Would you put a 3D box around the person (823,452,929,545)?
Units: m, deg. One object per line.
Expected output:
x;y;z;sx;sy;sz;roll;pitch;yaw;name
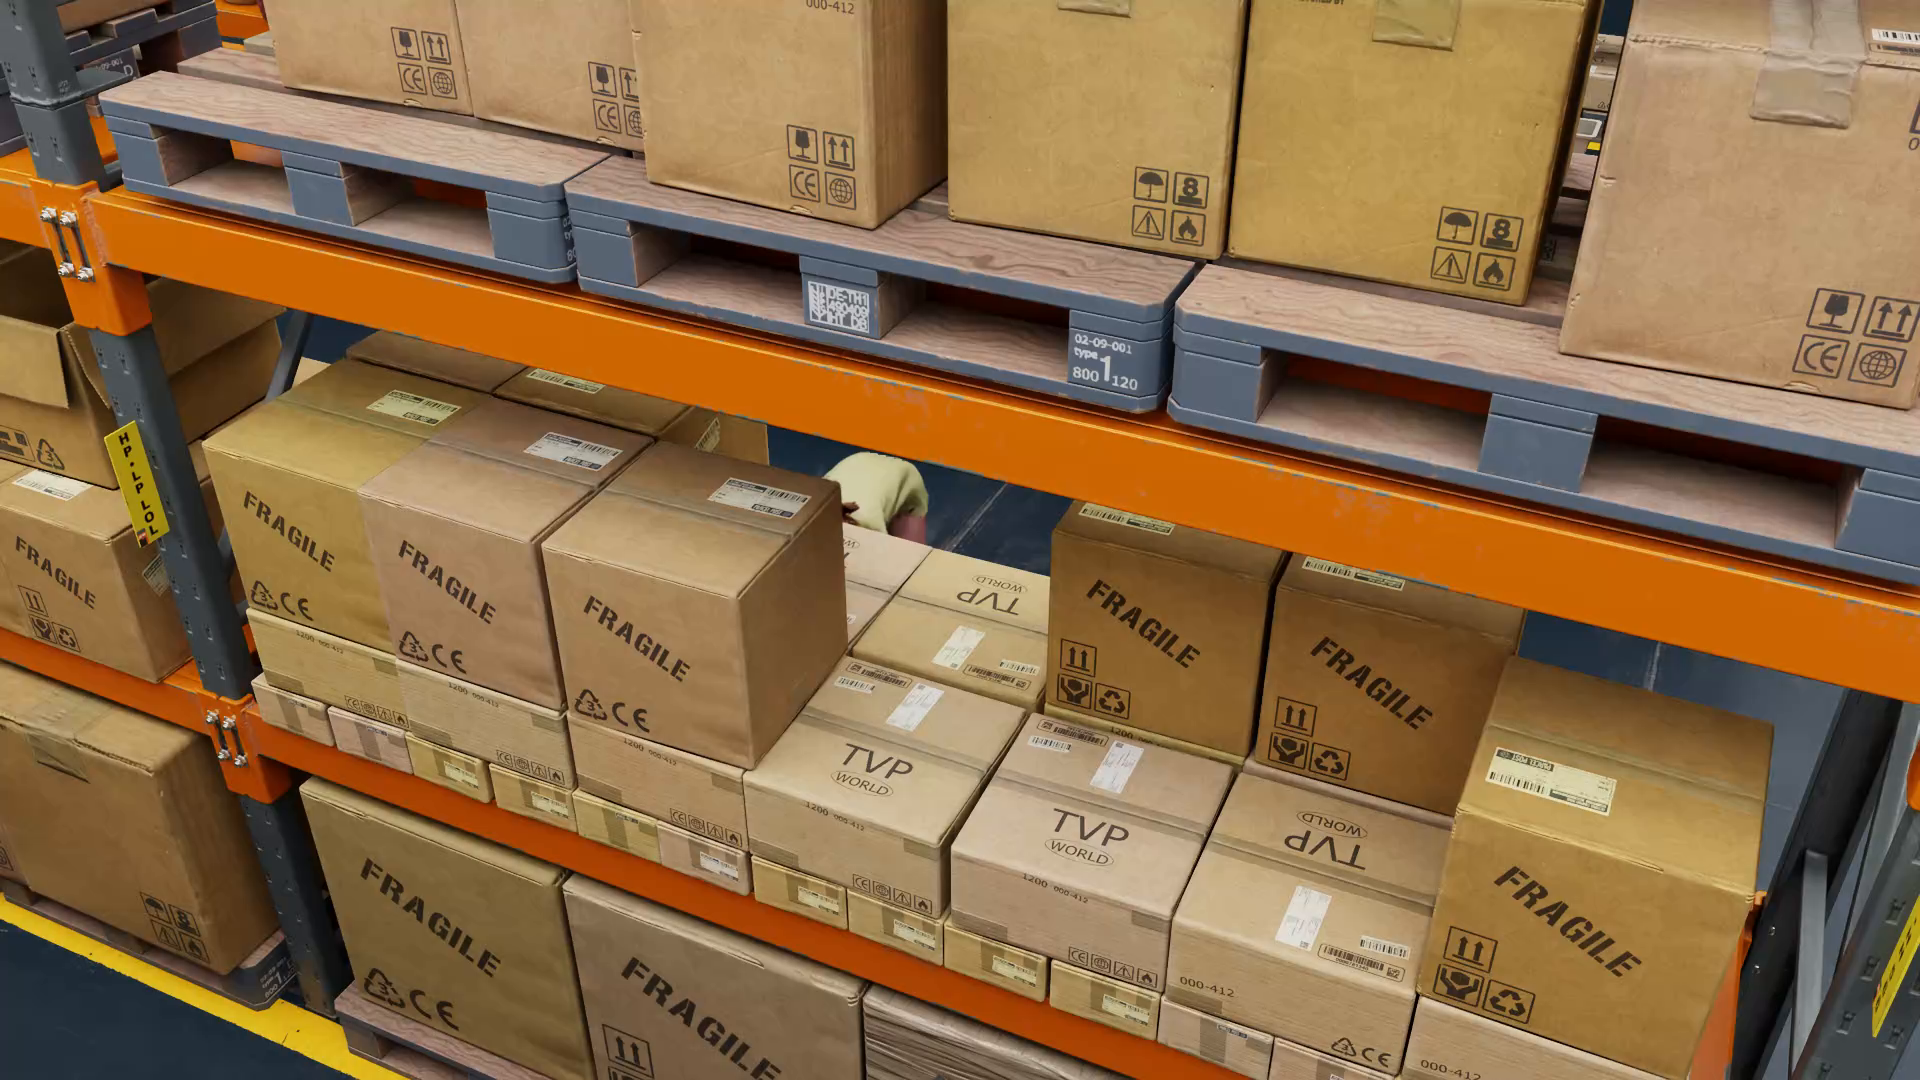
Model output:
-0.404;0.187;6.380;0.455;1.102;0.861;13;36;18;person
